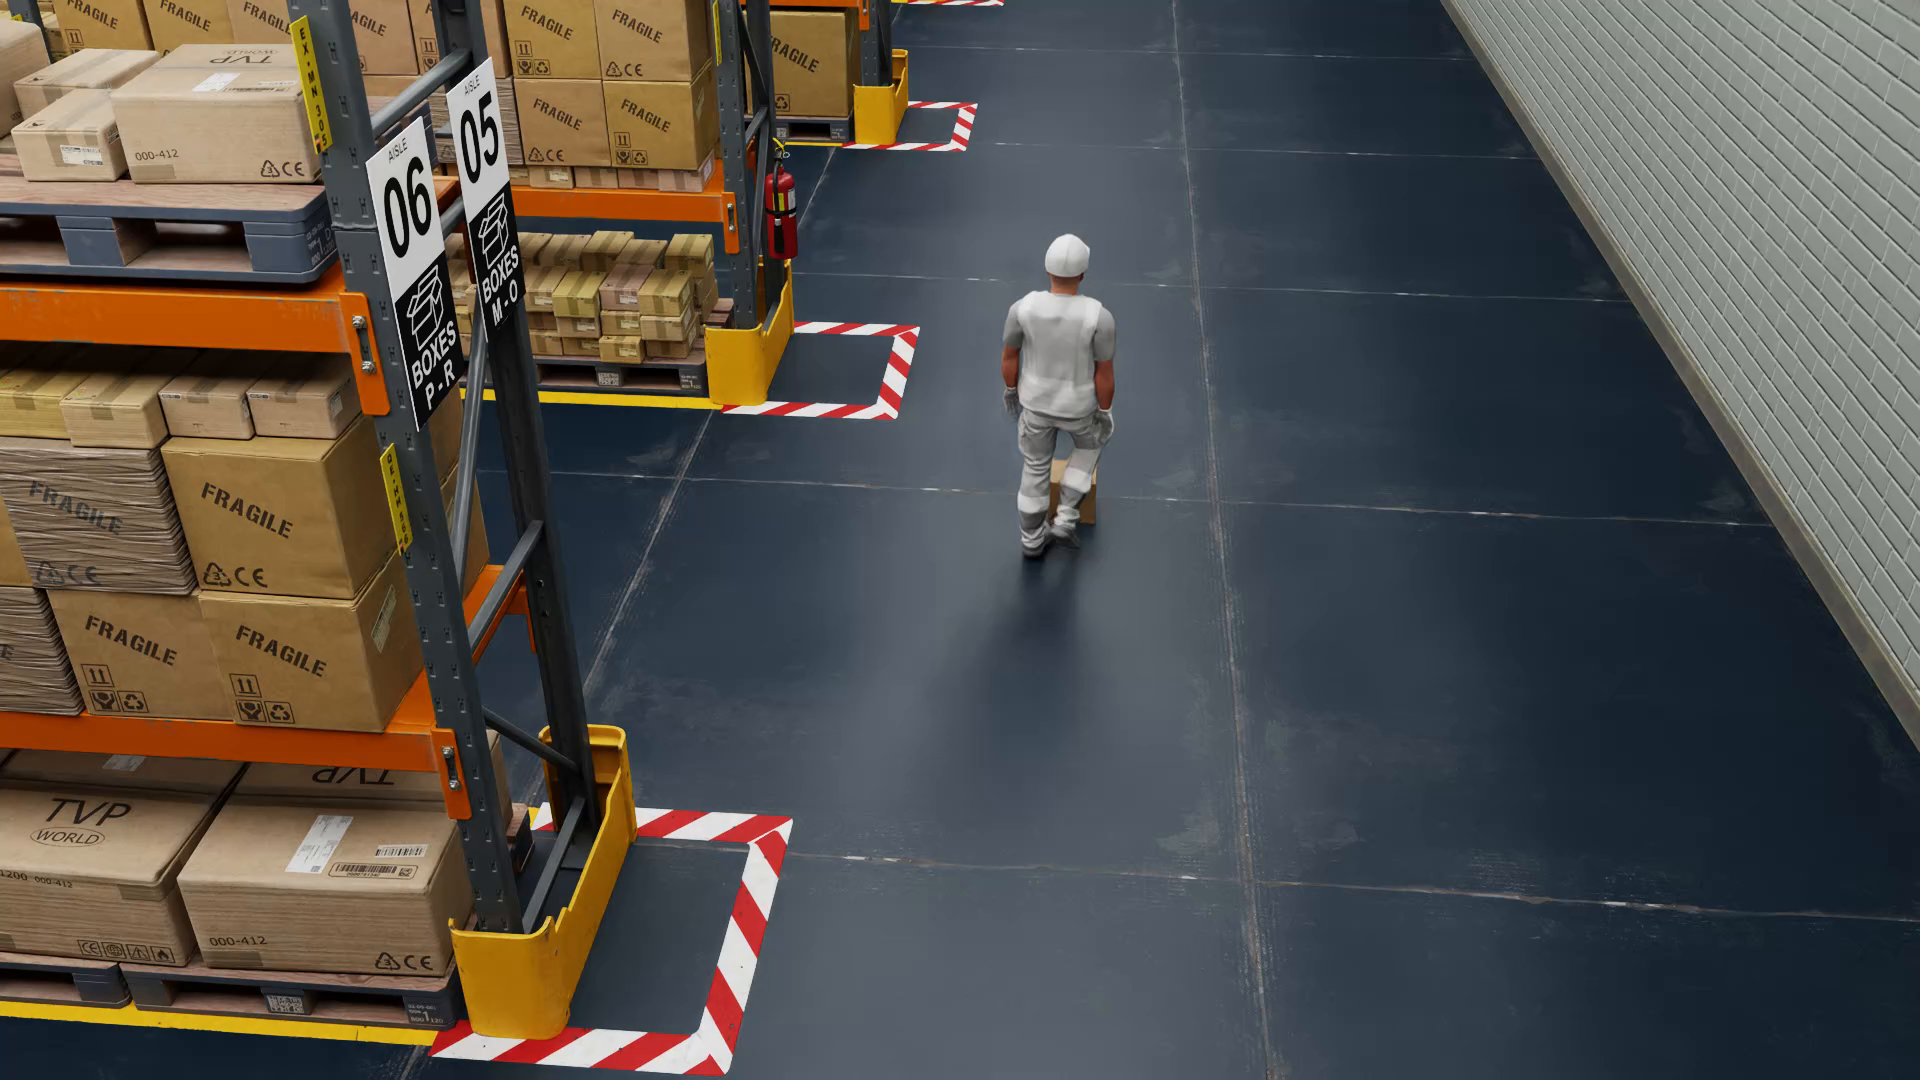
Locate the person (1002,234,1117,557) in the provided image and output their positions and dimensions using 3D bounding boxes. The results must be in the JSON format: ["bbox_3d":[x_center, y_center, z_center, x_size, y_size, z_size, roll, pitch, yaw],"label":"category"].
[{"bbox_3d":[0.494,-0.700,8.216,0.584,1.787,0.504,8,33,12],"label":"person"}]
